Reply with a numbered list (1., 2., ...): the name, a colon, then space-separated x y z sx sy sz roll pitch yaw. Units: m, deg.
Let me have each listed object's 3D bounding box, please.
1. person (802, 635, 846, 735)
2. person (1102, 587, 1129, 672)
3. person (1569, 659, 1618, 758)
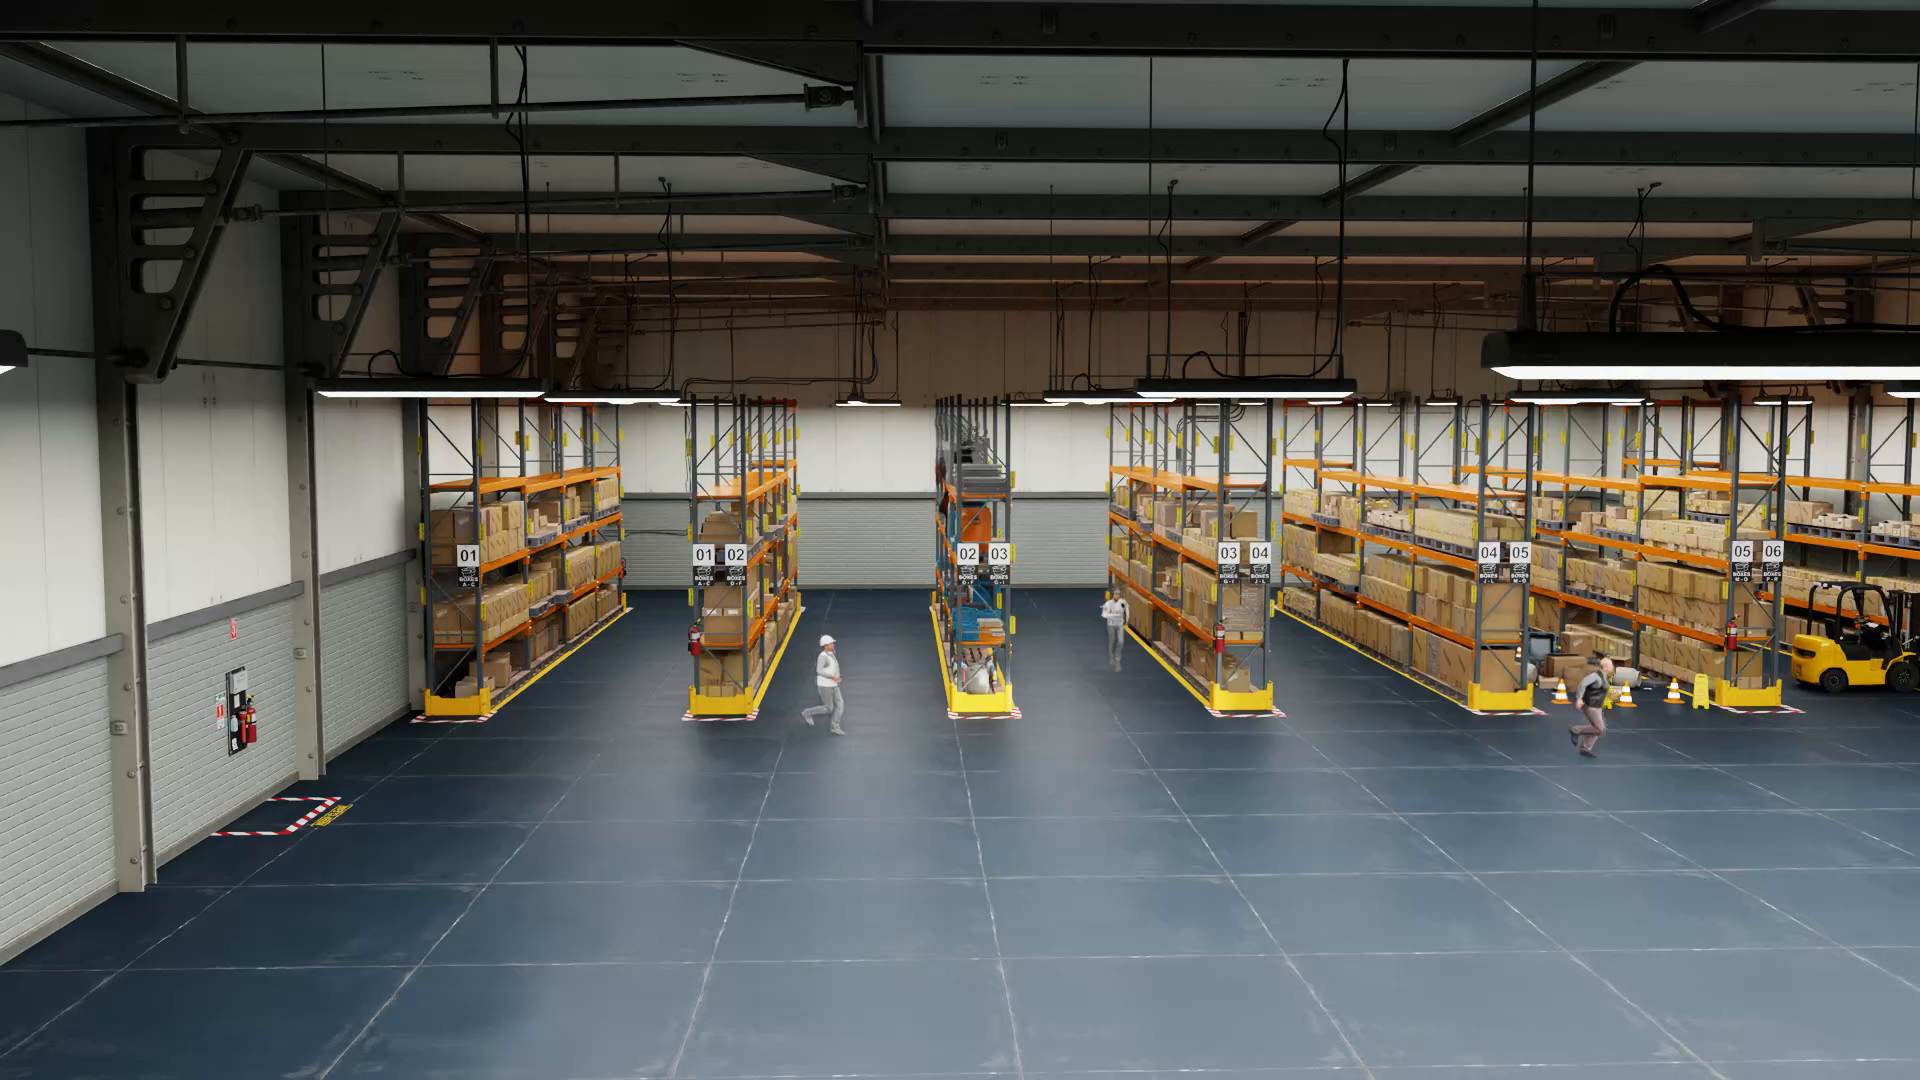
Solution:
1. person: -2.384 2.562 29.350 0.799 1.770 0.671 1 5 16
2. person: 3.287 1.864 34.996 0.639 1.772 0.766 -1 5 -9
3. person: 10.437 2.762 27.385 0.733 1.659 0.648 3 5 35
